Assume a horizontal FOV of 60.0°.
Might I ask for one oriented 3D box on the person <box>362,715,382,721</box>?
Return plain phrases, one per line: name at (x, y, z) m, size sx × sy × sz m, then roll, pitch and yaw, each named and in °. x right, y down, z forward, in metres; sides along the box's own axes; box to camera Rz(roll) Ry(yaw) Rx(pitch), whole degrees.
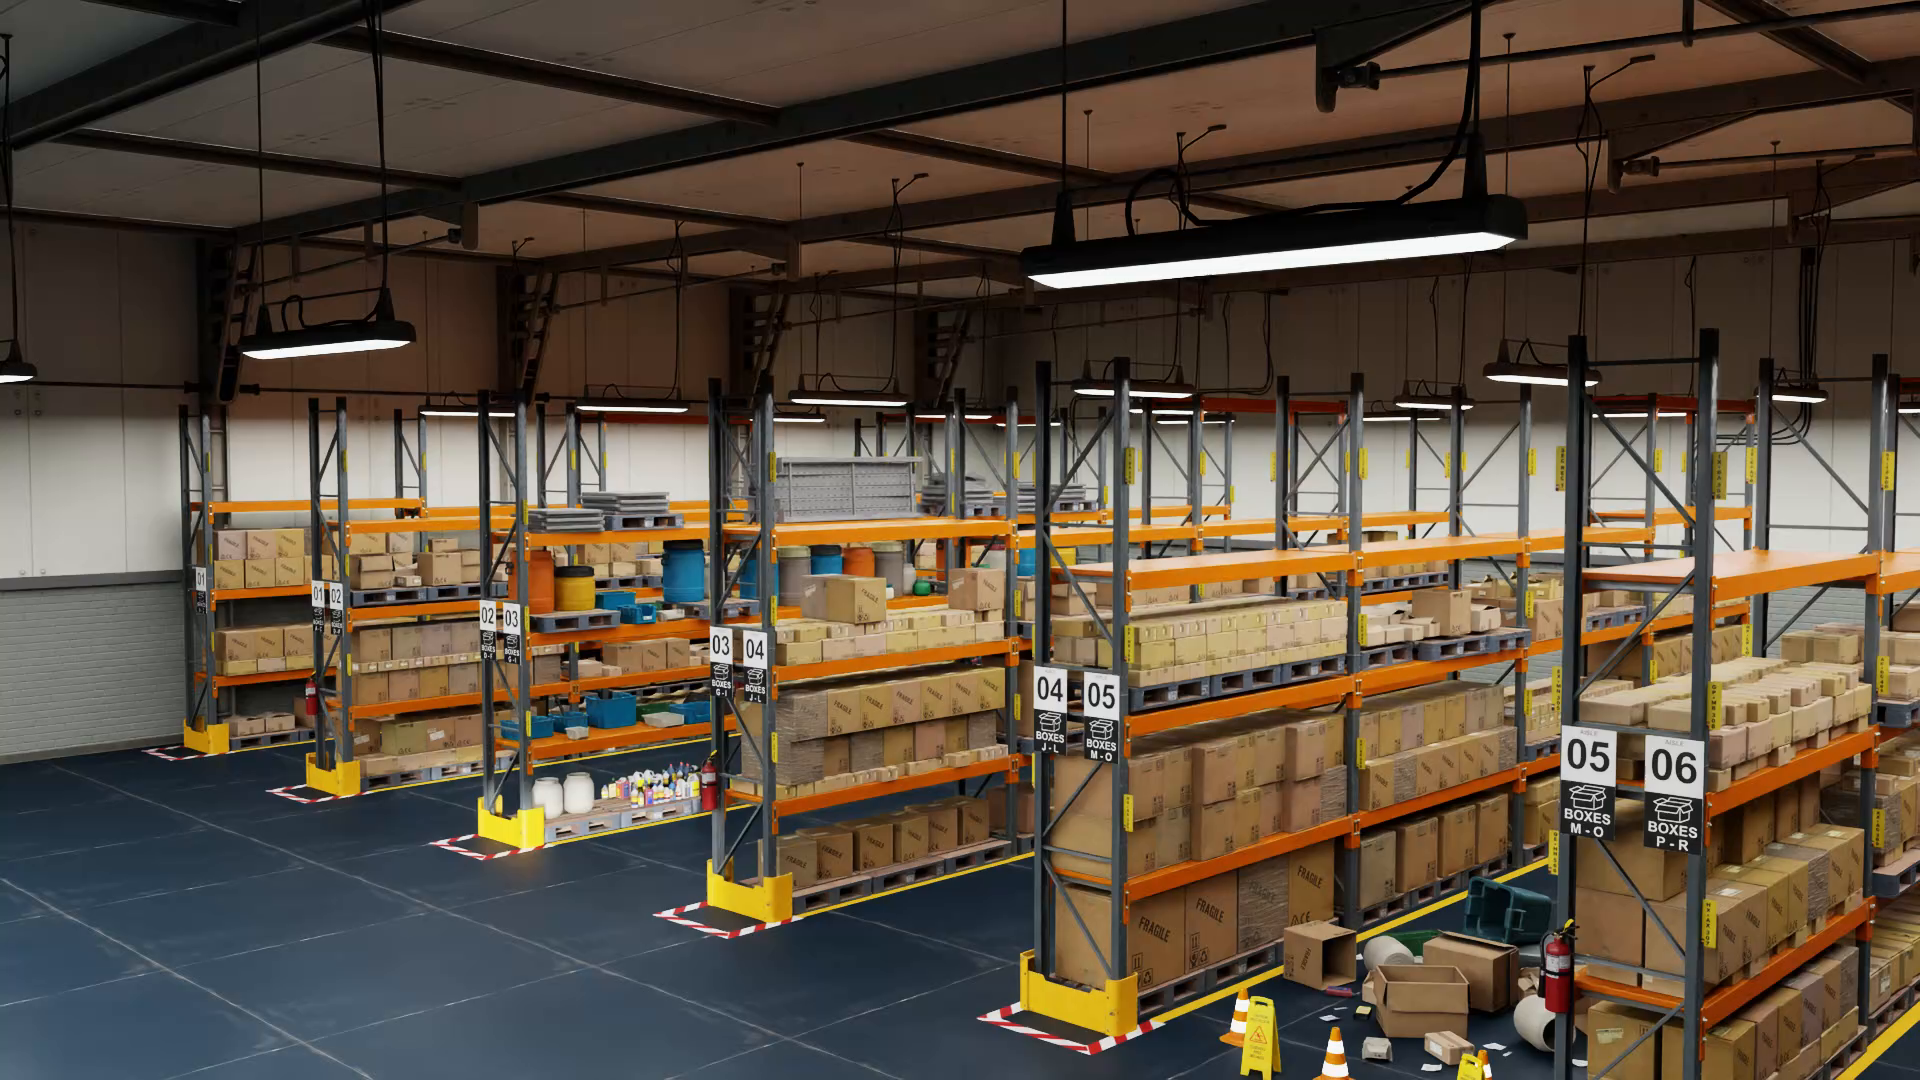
person at (-9.850, 2.832, 27.527) m, size 0.583 × 1.807 × 0.542 m, roll 2°, pitch 4°, yaw 37°
